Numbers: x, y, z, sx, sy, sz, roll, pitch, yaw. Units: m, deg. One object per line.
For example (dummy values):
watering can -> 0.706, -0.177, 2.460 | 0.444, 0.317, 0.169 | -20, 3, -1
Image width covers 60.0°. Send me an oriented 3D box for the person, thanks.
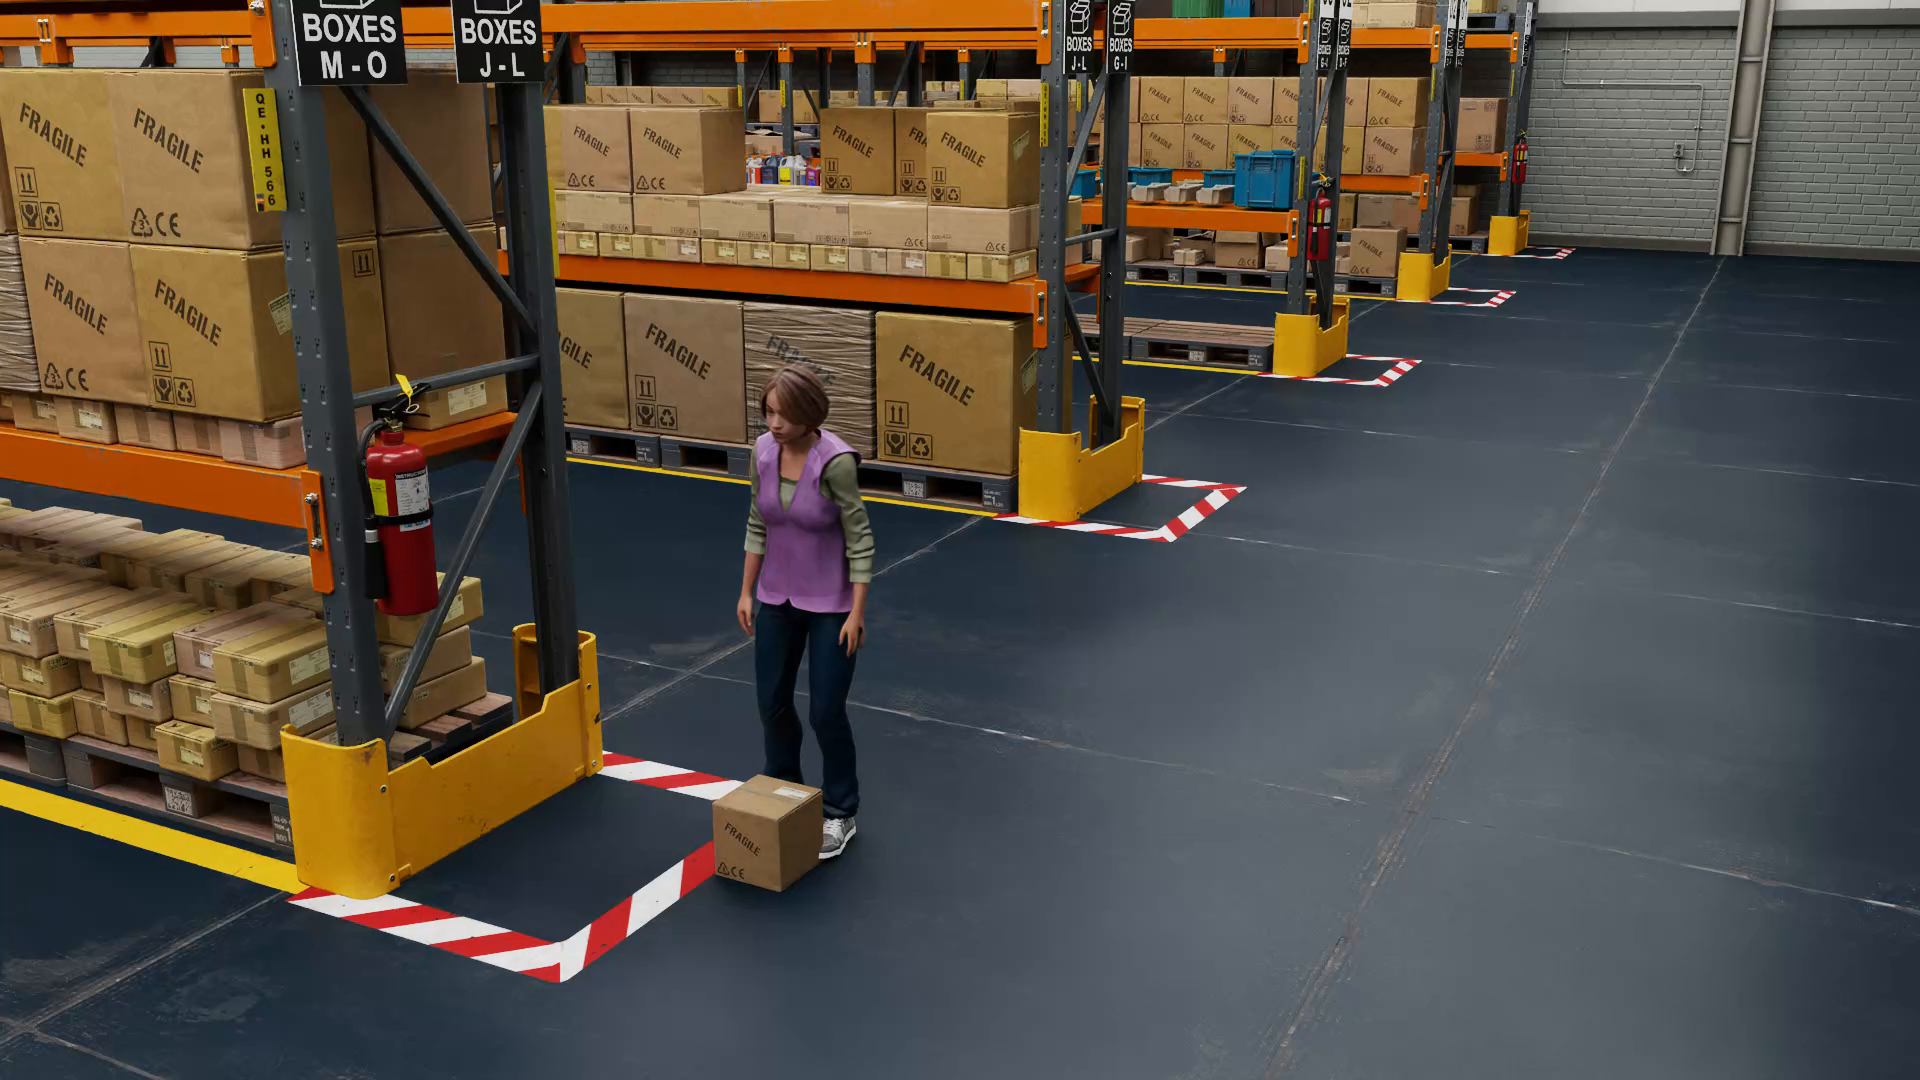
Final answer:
person -> -0.491, 0.222, 5.282 | 0.476, 1.592, 0.348 | 9, 18, 27
